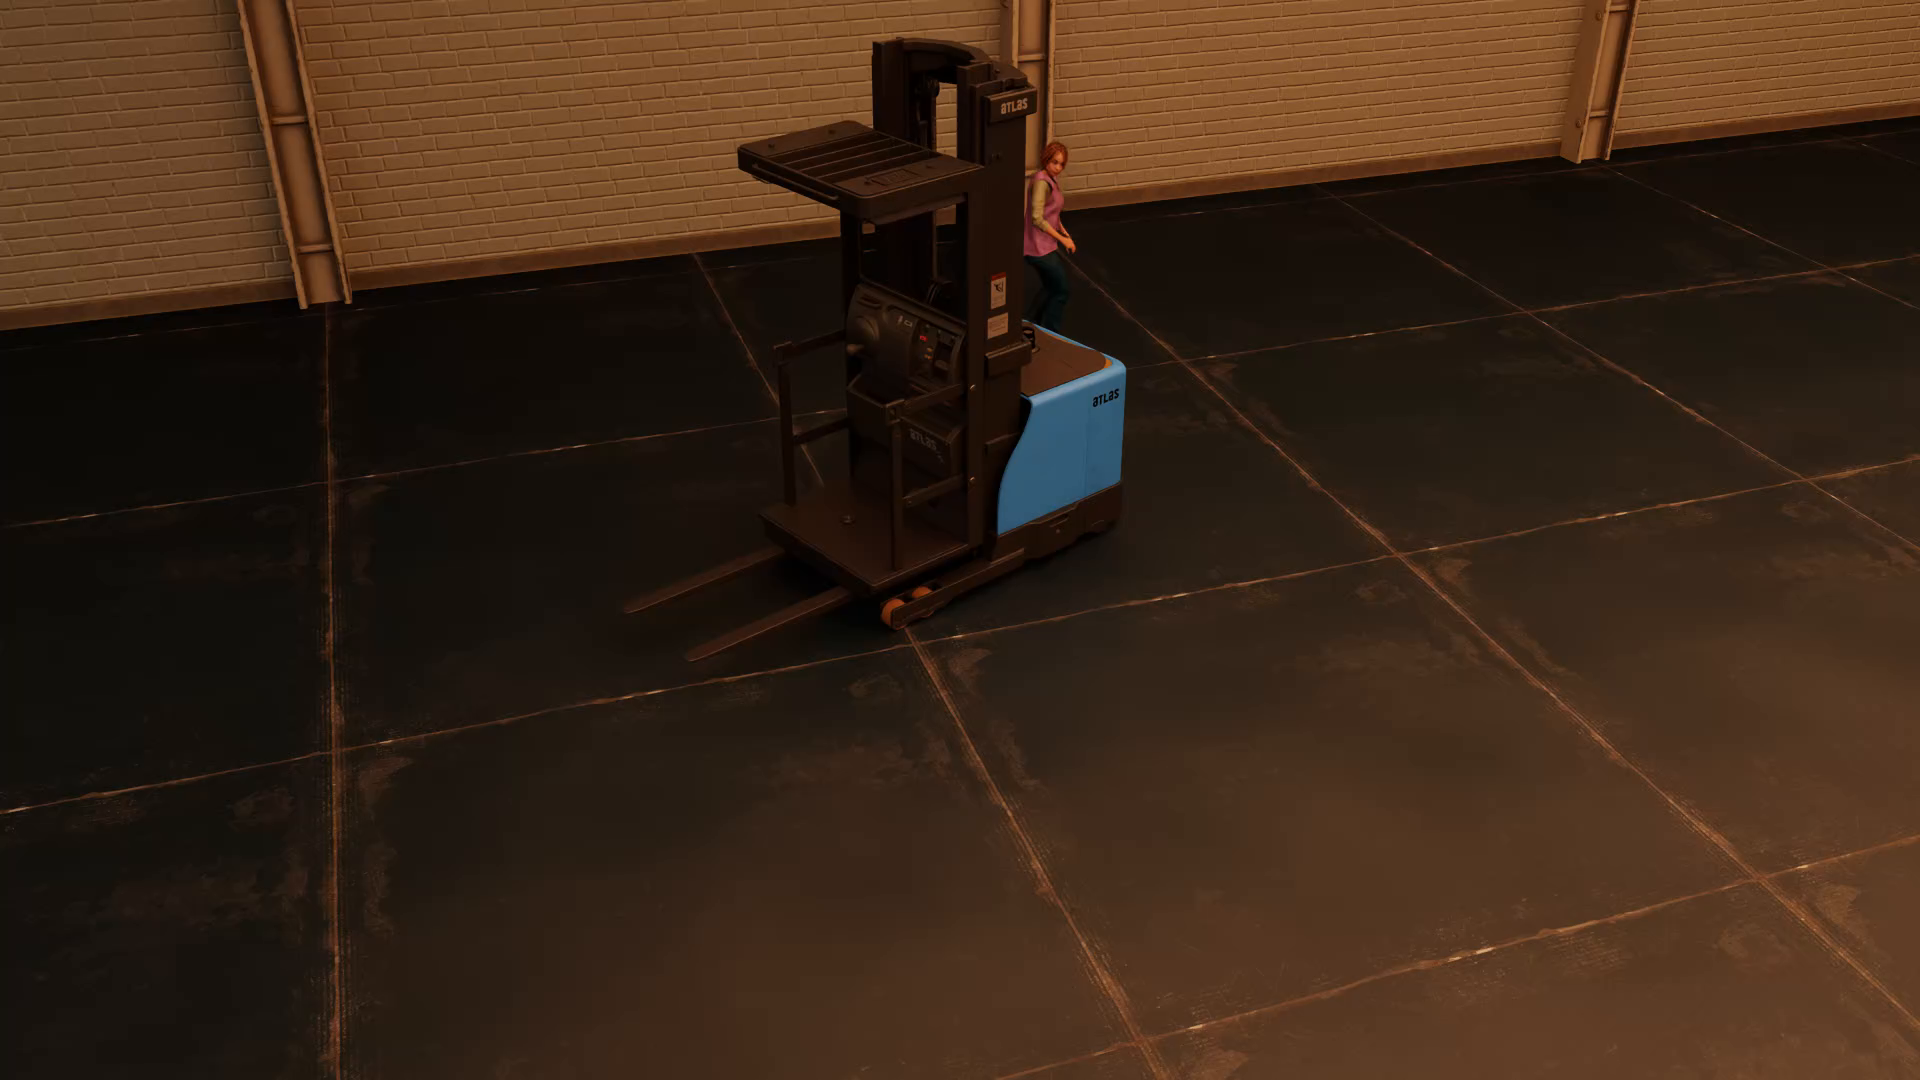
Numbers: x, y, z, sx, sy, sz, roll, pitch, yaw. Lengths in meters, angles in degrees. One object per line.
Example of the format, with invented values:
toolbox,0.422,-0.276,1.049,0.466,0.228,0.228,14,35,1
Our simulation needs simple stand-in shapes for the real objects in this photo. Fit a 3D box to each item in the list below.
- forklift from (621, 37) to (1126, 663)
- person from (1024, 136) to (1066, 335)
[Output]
forklift,-0.461,-1.072,8.951,3.031,2.935,1.130,-23,37,-34
person,0.623,-2.169,12.192,0.316,1.603,0.415,1,30,2
